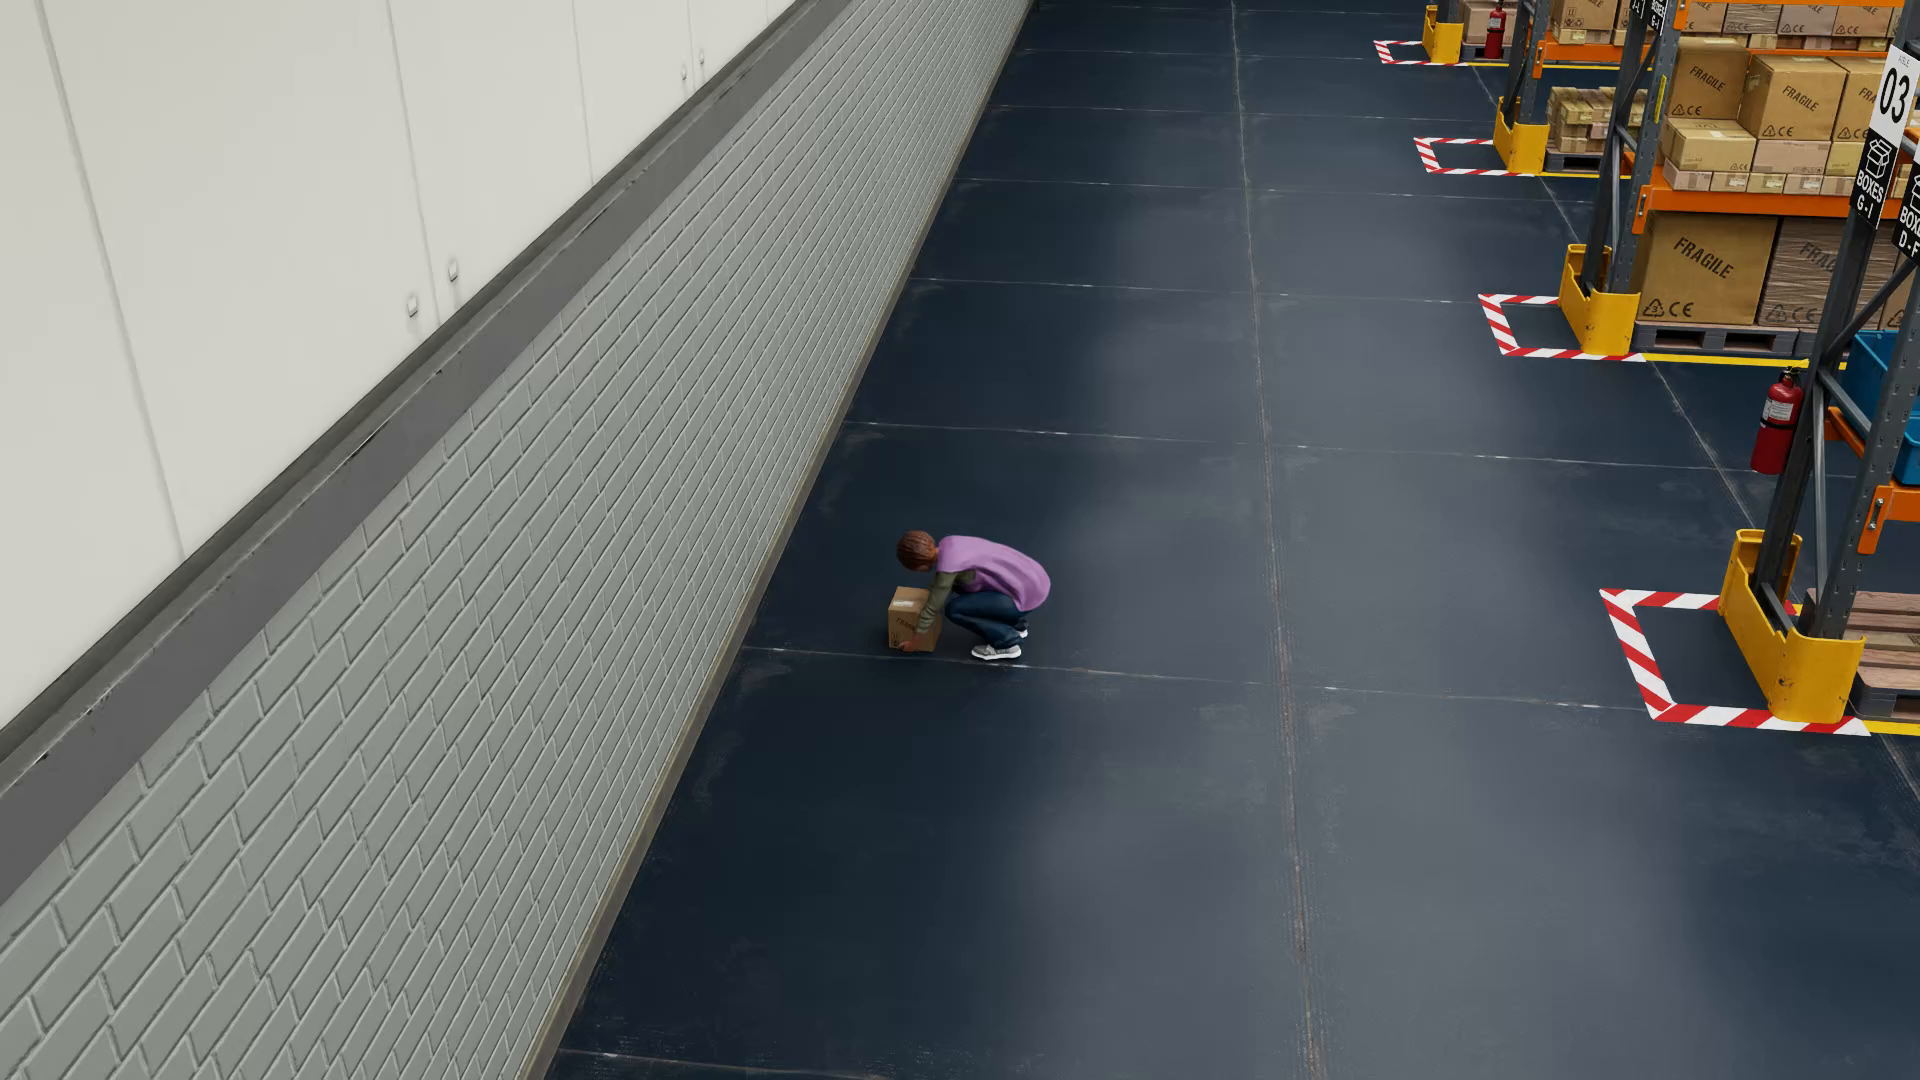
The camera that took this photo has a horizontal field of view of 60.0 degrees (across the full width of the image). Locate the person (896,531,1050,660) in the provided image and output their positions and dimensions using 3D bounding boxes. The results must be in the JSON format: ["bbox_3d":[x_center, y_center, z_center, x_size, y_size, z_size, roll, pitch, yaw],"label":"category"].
[{"bbox_3d":[0.075,0.299,9.089,0.831,0.760,0.435,5,29,9],"label":"person"}]
